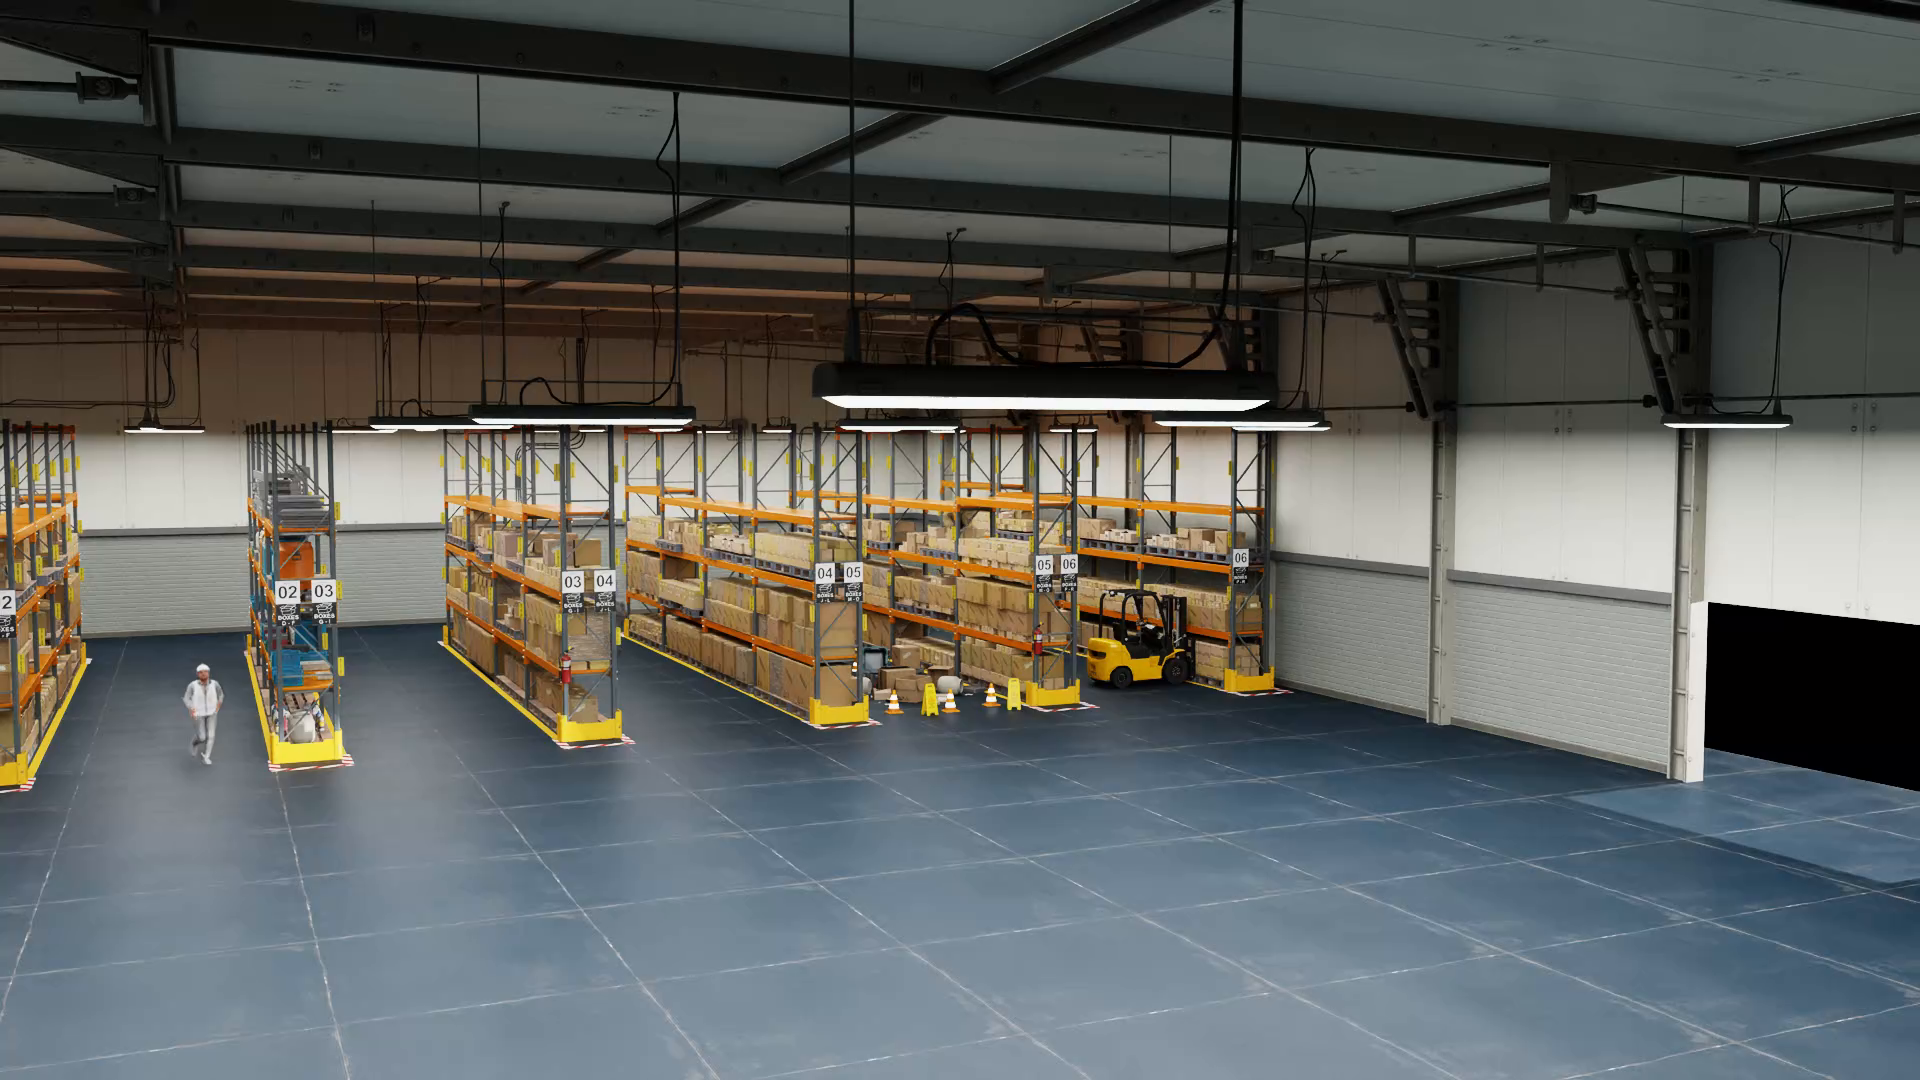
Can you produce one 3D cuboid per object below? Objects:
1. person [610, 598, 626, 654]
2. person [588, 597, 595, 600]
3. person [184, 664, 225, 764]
[{"bbox_3d":[-9.045,2.125,43.474,0.673,1.667,1.079,-1,4,-19],"label":"person"},{"bbox_3d":[-10.080,2.079,45.716,0.584,1.630,0.579,-1,4,-18],"label":"person"},{"bbox_3d":[-13.220,3.041,29.130,0.656,1.746,0.627,-2,4,-35],"label":"person"}]
